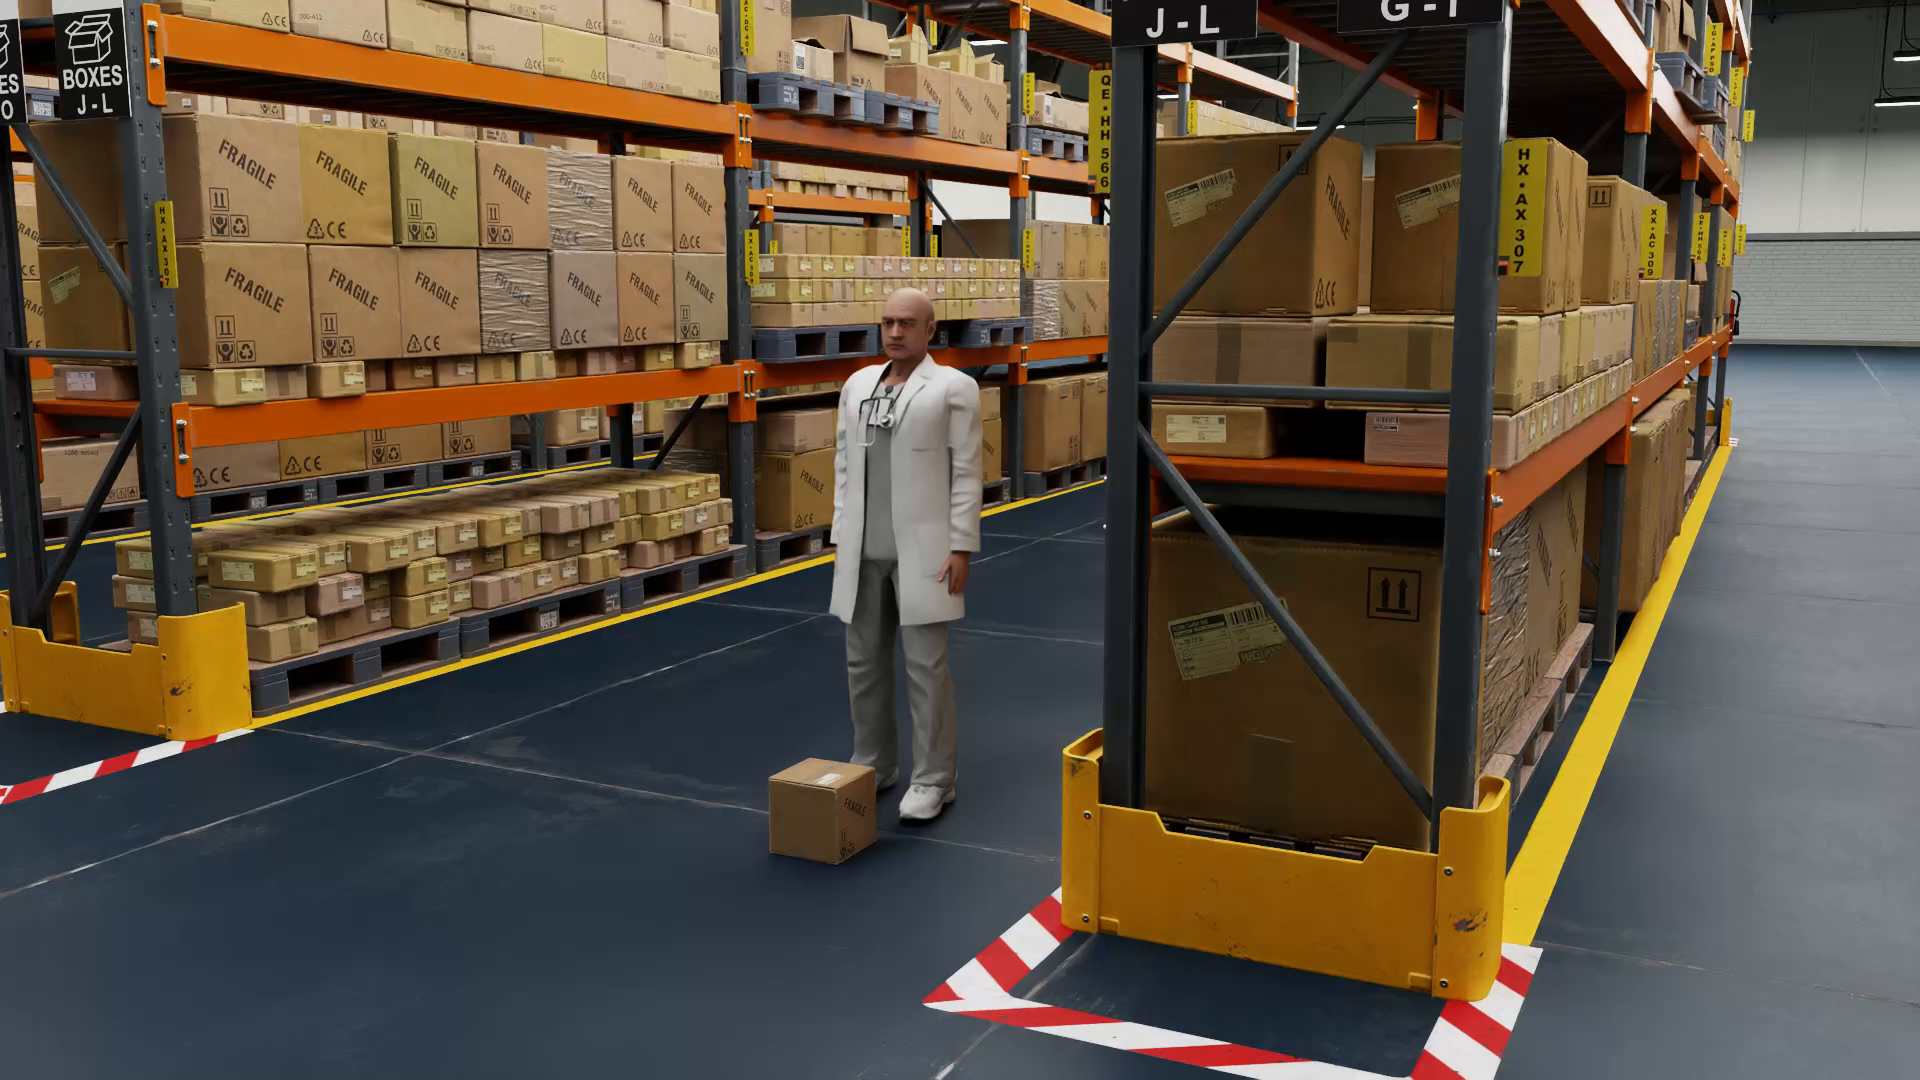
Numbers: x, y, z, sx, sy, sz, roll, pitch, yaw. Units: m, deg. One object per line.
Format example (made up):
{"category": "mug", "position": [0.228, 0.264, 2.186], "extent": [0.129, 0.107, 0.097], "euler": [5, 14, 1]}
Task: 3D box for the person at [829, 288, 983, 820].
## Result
{"category": "person", "position": [-0.194, 0.061, 5.656], "extent": [0.566, 1.818, 0.438], "euler": [4, 10, 26]}
